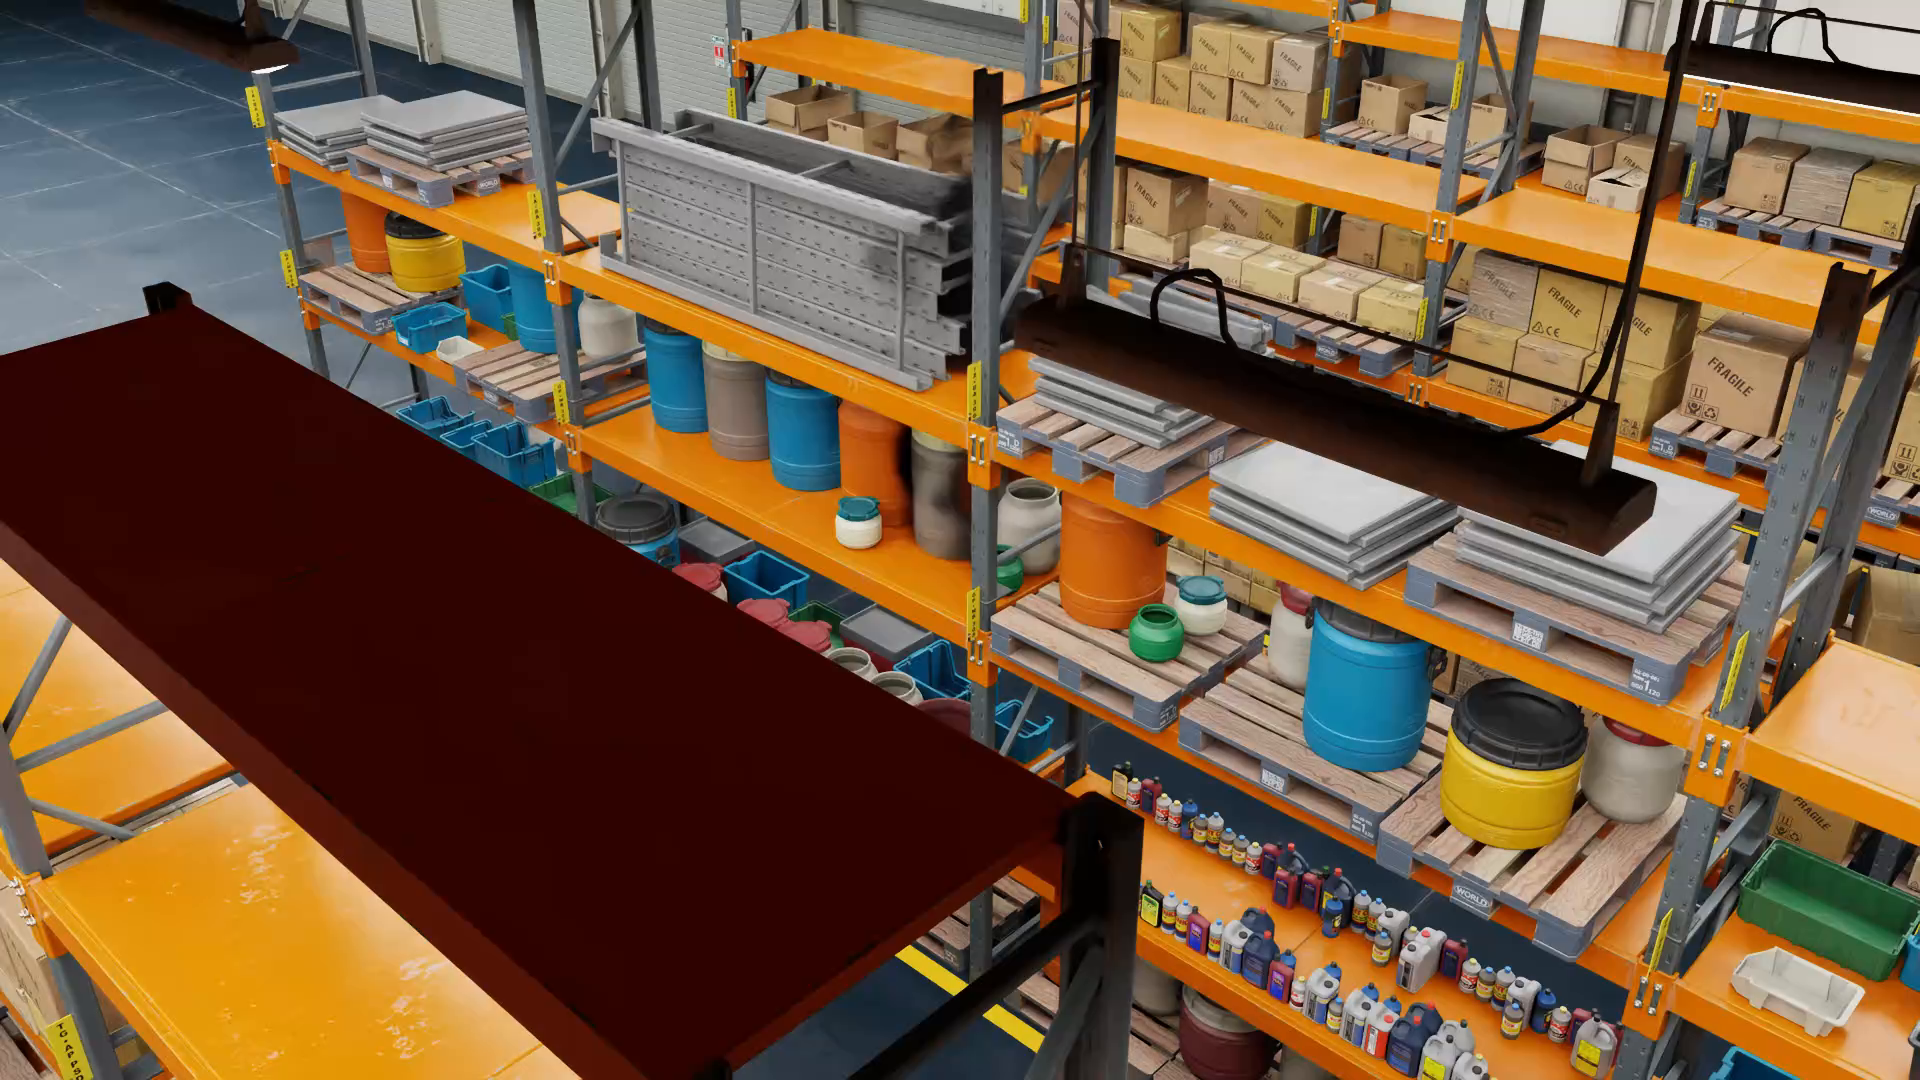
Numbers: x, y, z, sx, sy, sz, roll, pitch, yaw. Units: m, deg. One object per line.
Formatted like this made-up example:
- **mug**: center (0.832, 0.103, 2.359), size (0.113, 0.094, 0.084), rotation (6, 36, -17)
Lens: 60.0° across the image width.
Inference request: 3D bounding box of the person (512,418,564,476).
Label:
- **person**: center (-4.043, -1.099, 16.408), size (0.742, 1.726, 0.741), rotation (20, 35, 31)
